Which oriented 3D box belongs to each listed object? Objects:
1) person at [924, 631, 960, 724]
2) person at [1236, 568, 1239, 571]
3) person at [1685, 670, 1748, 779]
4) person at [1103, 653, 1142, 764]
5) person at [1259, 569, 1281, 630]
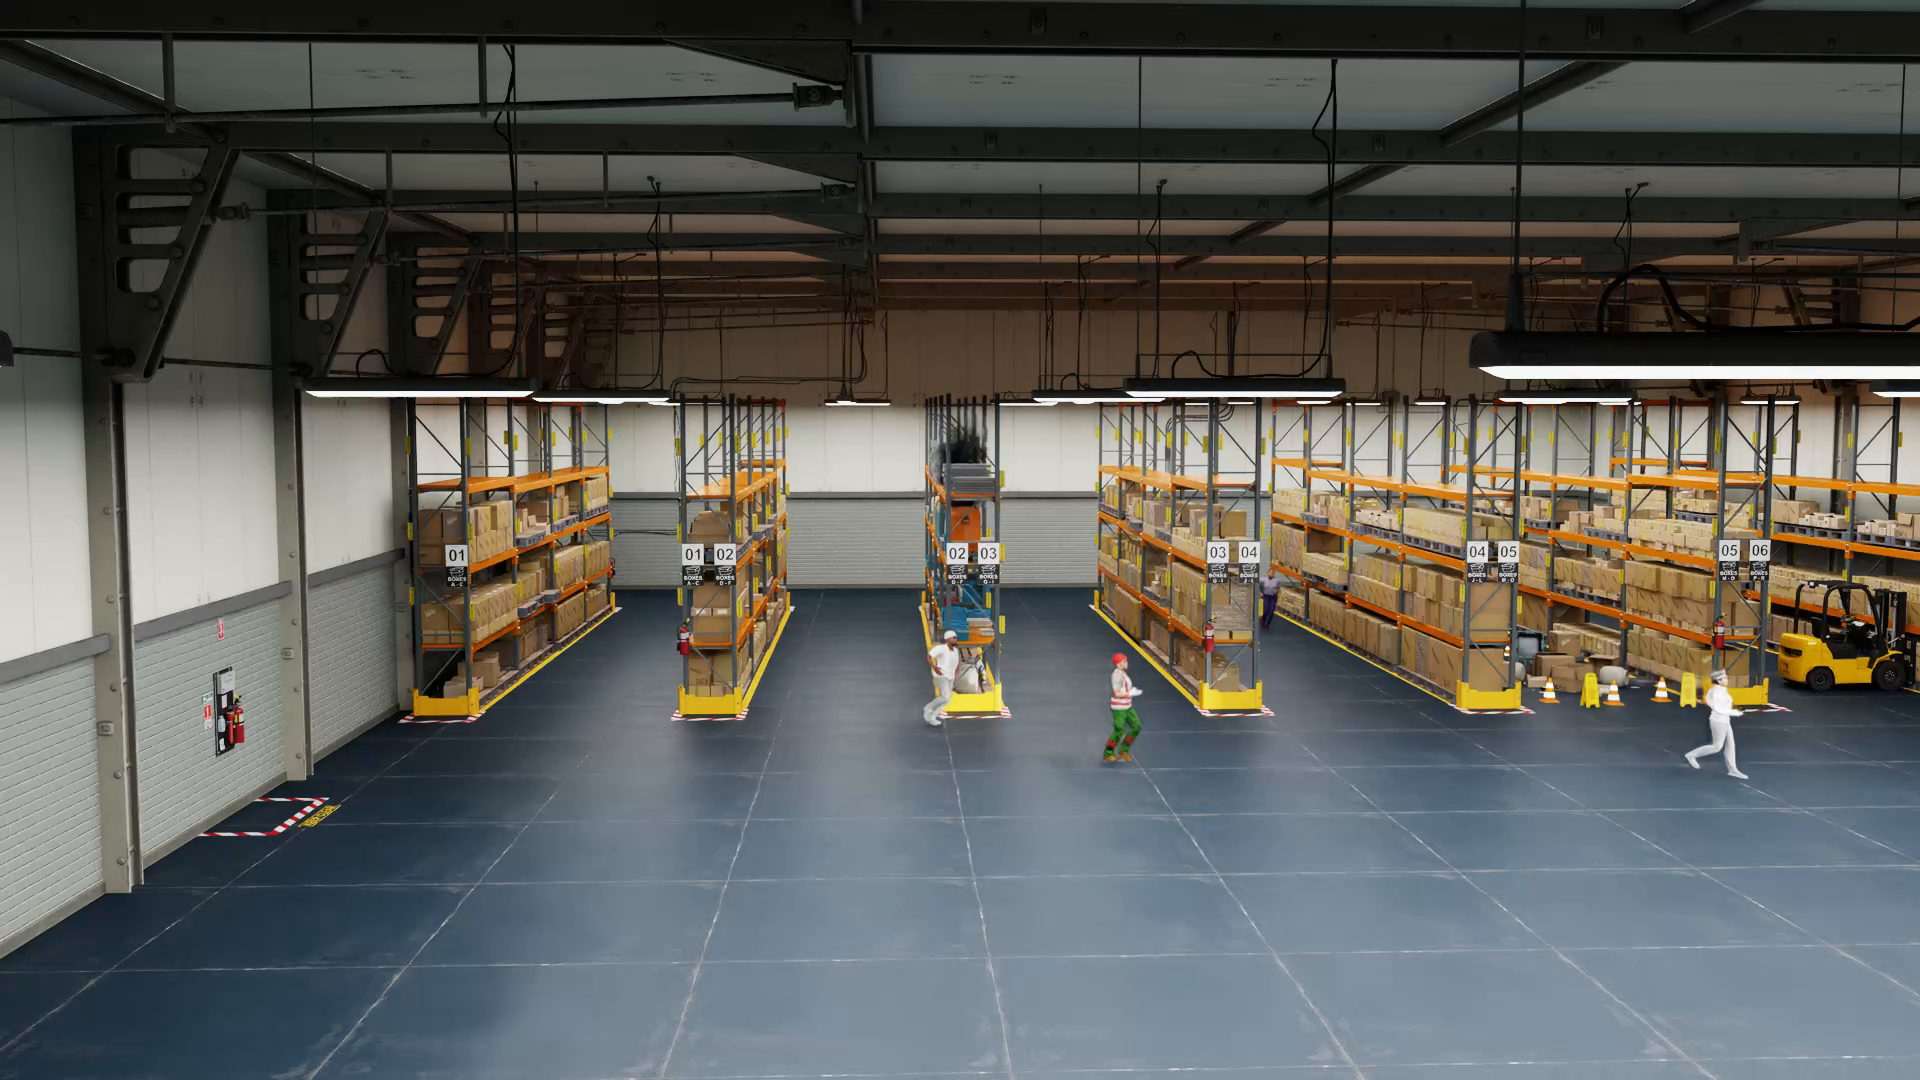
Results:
[{"bbox_3d":[-0.266,2.488,30.205,0.563,1.675,0.745,4,6,39],"label":"person"},{"bbox_3d":[8.231,1.122,48.445,0.723,1.539,0.600,-4,6,-39],"label":"person"},{"bbox_3d":[11.761,2.837,25.796,0.901,1.692,0.616,2,5,28],"label":"person"},{"bbox_3d":[2.640,2.722,26.752,0.681,1.809,0.635,2,5,23],"label":"person"},{"bbox_3d":[7.980,1.535,42.827,0.603,1.603,0.587,0,5,-6],"label":"person"}]
